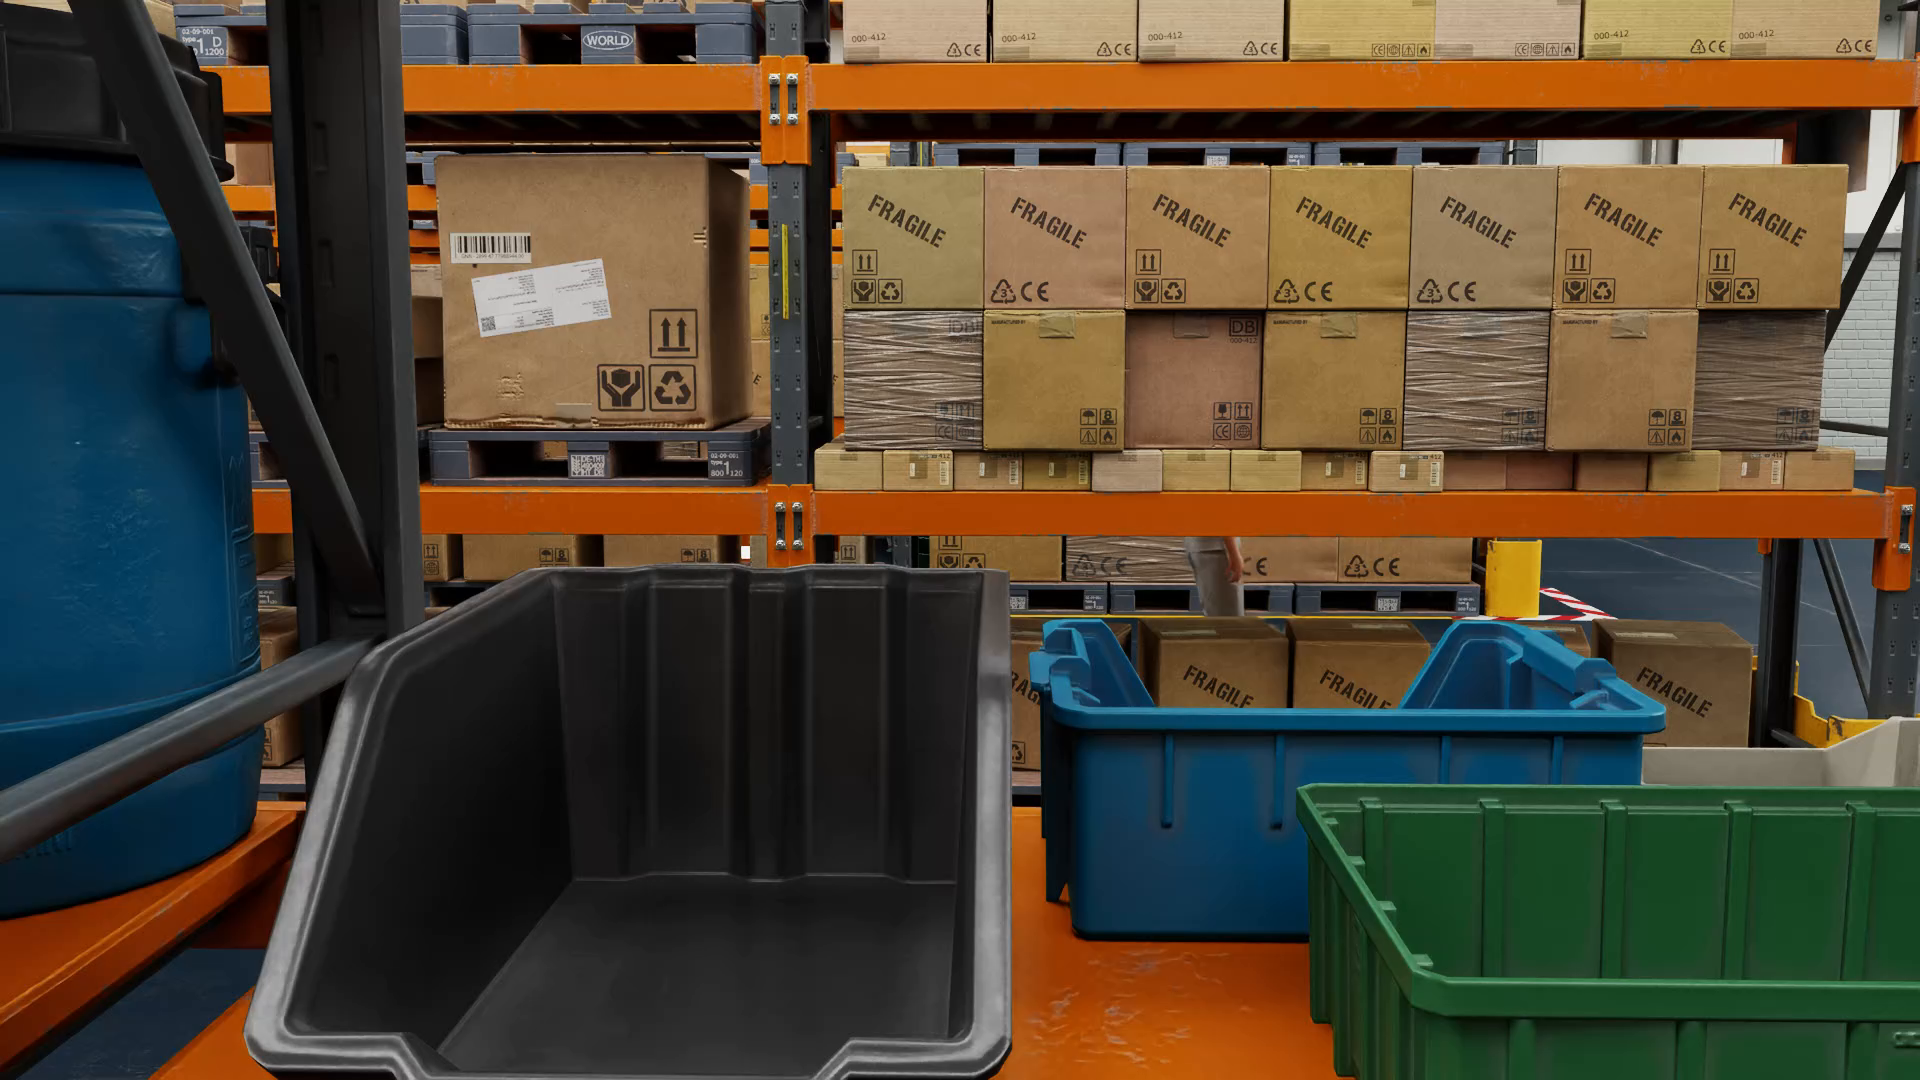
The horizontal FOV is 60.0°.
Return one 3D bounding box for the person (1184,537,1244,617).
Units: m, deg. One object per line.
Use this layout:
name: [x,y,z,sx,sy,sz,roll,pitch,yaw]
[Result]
person: [1.234,0.059,7.820,0.364,1.671,0.495,0,7,-1]
